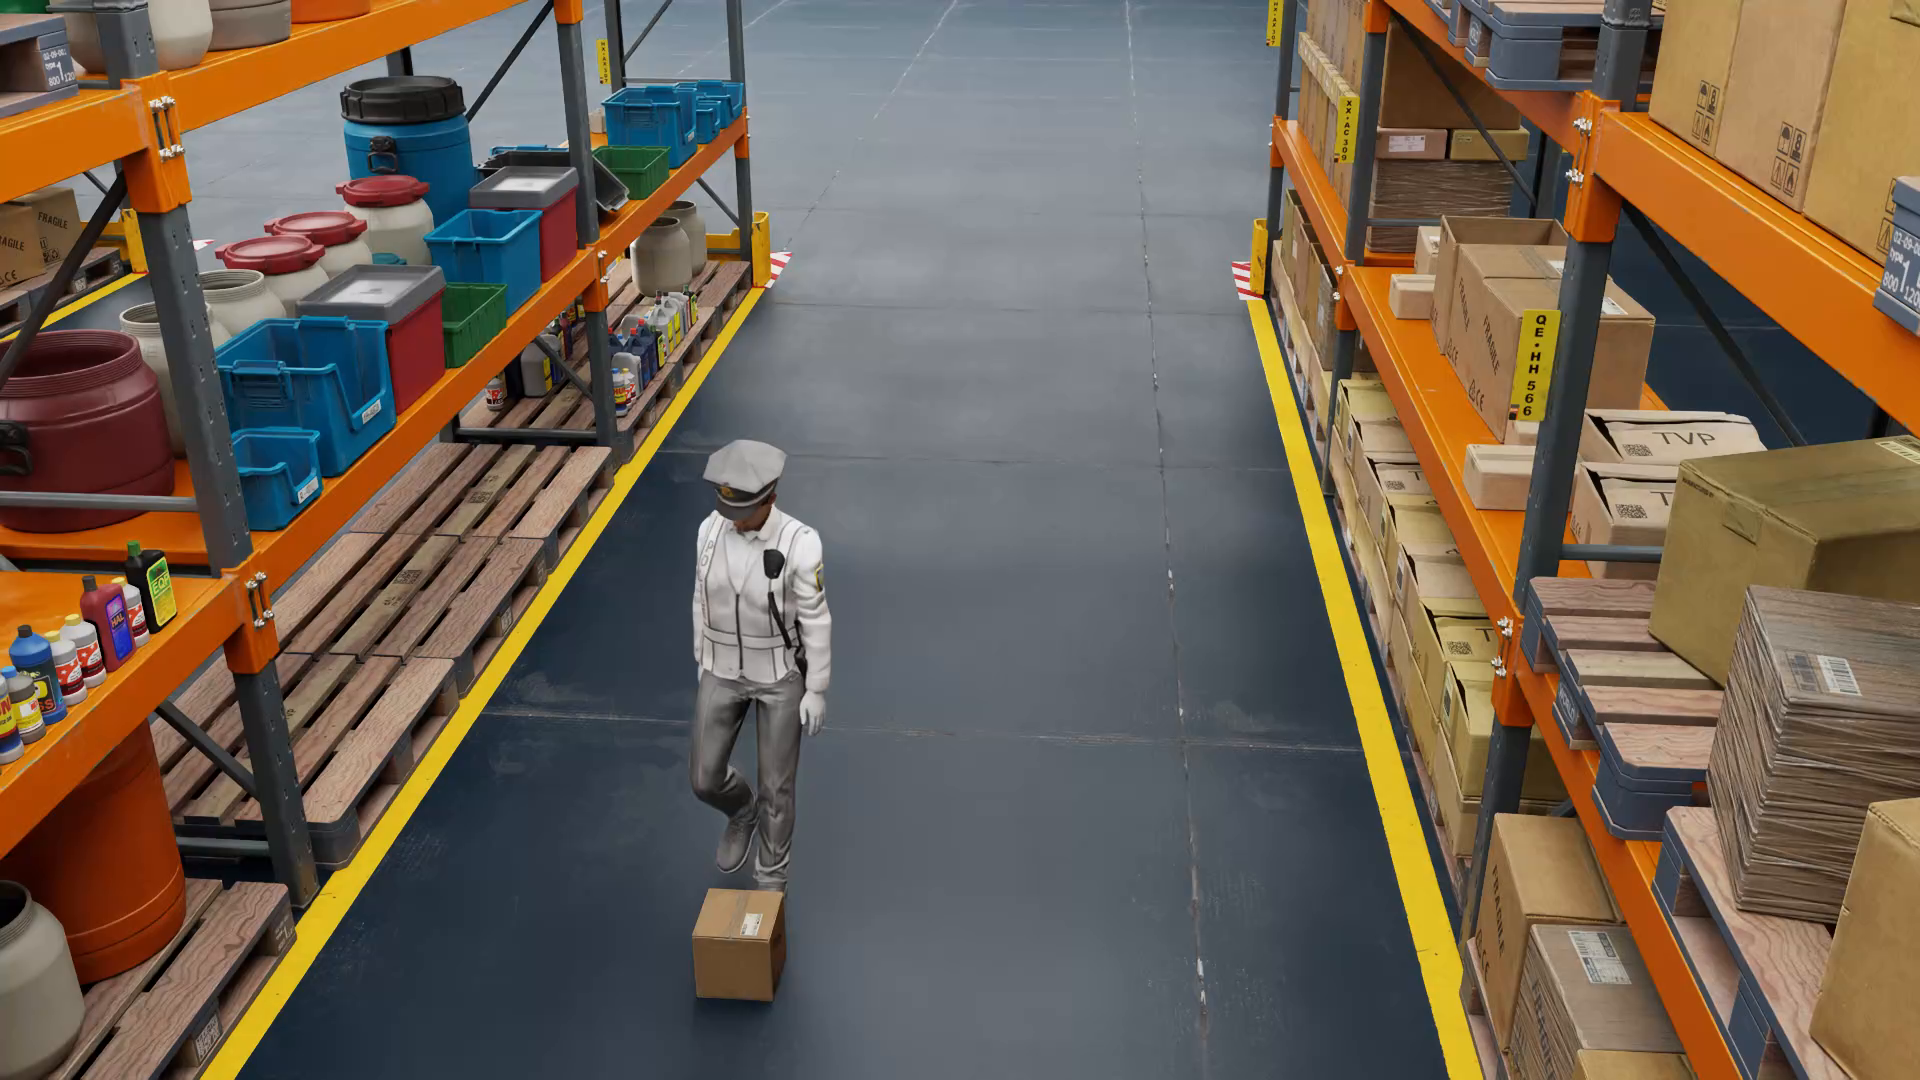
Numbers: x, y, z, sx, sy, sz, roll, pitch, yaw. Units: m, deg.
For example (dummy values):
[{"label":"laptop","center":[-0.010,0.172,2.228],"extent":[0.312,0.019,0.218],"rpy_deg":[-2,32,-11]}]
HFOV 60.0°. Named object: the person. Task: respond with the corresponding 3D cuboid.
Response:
[{"label":"person","center":[-0.678,0.478,5.520],"extent":[0.502,1.662,0.511],"rpy_deg":[5,25,11]}]
